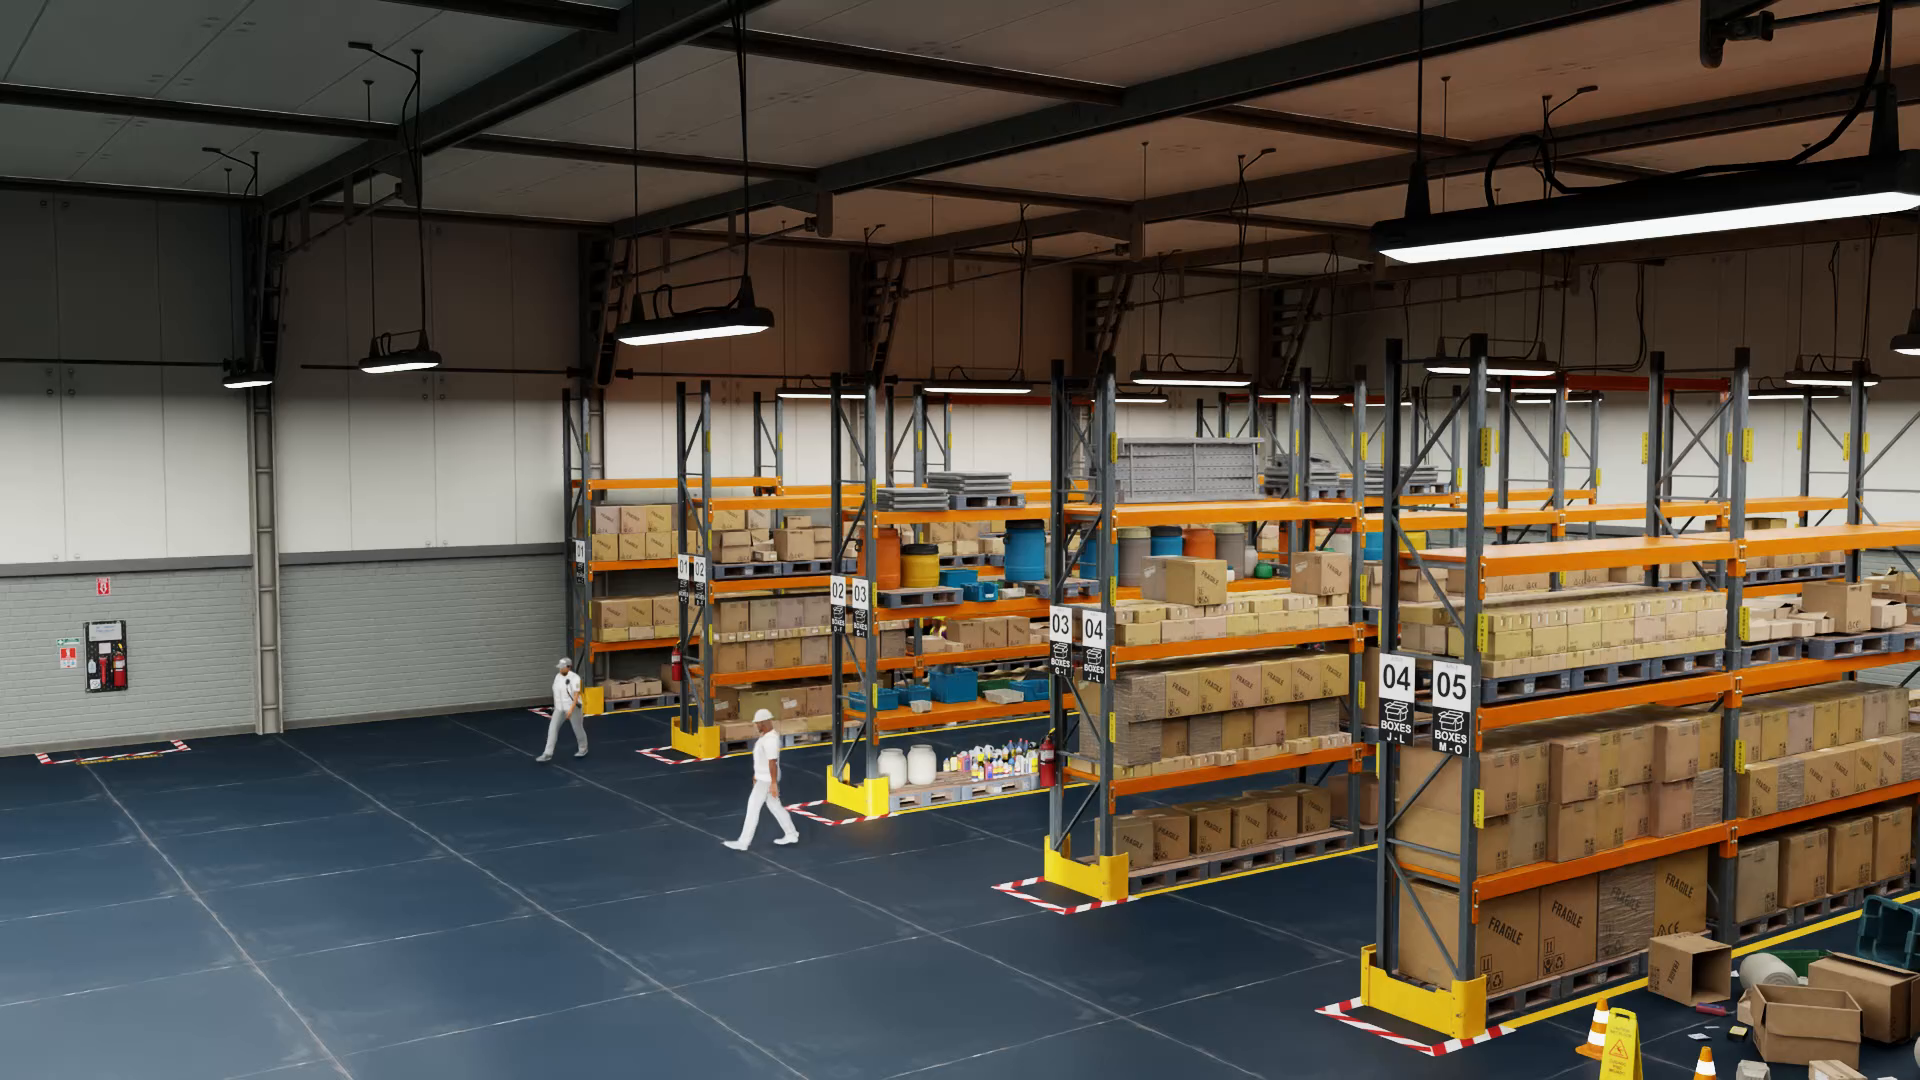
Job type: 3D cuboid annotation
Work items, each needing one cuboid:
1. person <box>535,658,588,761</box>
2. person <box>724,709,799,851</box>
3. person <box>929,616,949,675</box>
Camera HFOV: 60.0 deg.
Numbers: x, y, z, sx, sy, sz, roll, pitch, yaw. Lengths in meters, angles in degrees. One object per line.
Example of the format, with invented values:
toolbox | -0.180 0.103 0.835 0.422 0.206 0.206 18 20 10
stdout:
person | -6.235 2.655 26.189 0.527 1.607 0.990 1 4 17
person | -2.471 2.969 20.723 0.911 1.737 0.634 0 4 -3
person | -0.334 2.251 32.357 0.708 1.676 0.683 -2 4 -27
